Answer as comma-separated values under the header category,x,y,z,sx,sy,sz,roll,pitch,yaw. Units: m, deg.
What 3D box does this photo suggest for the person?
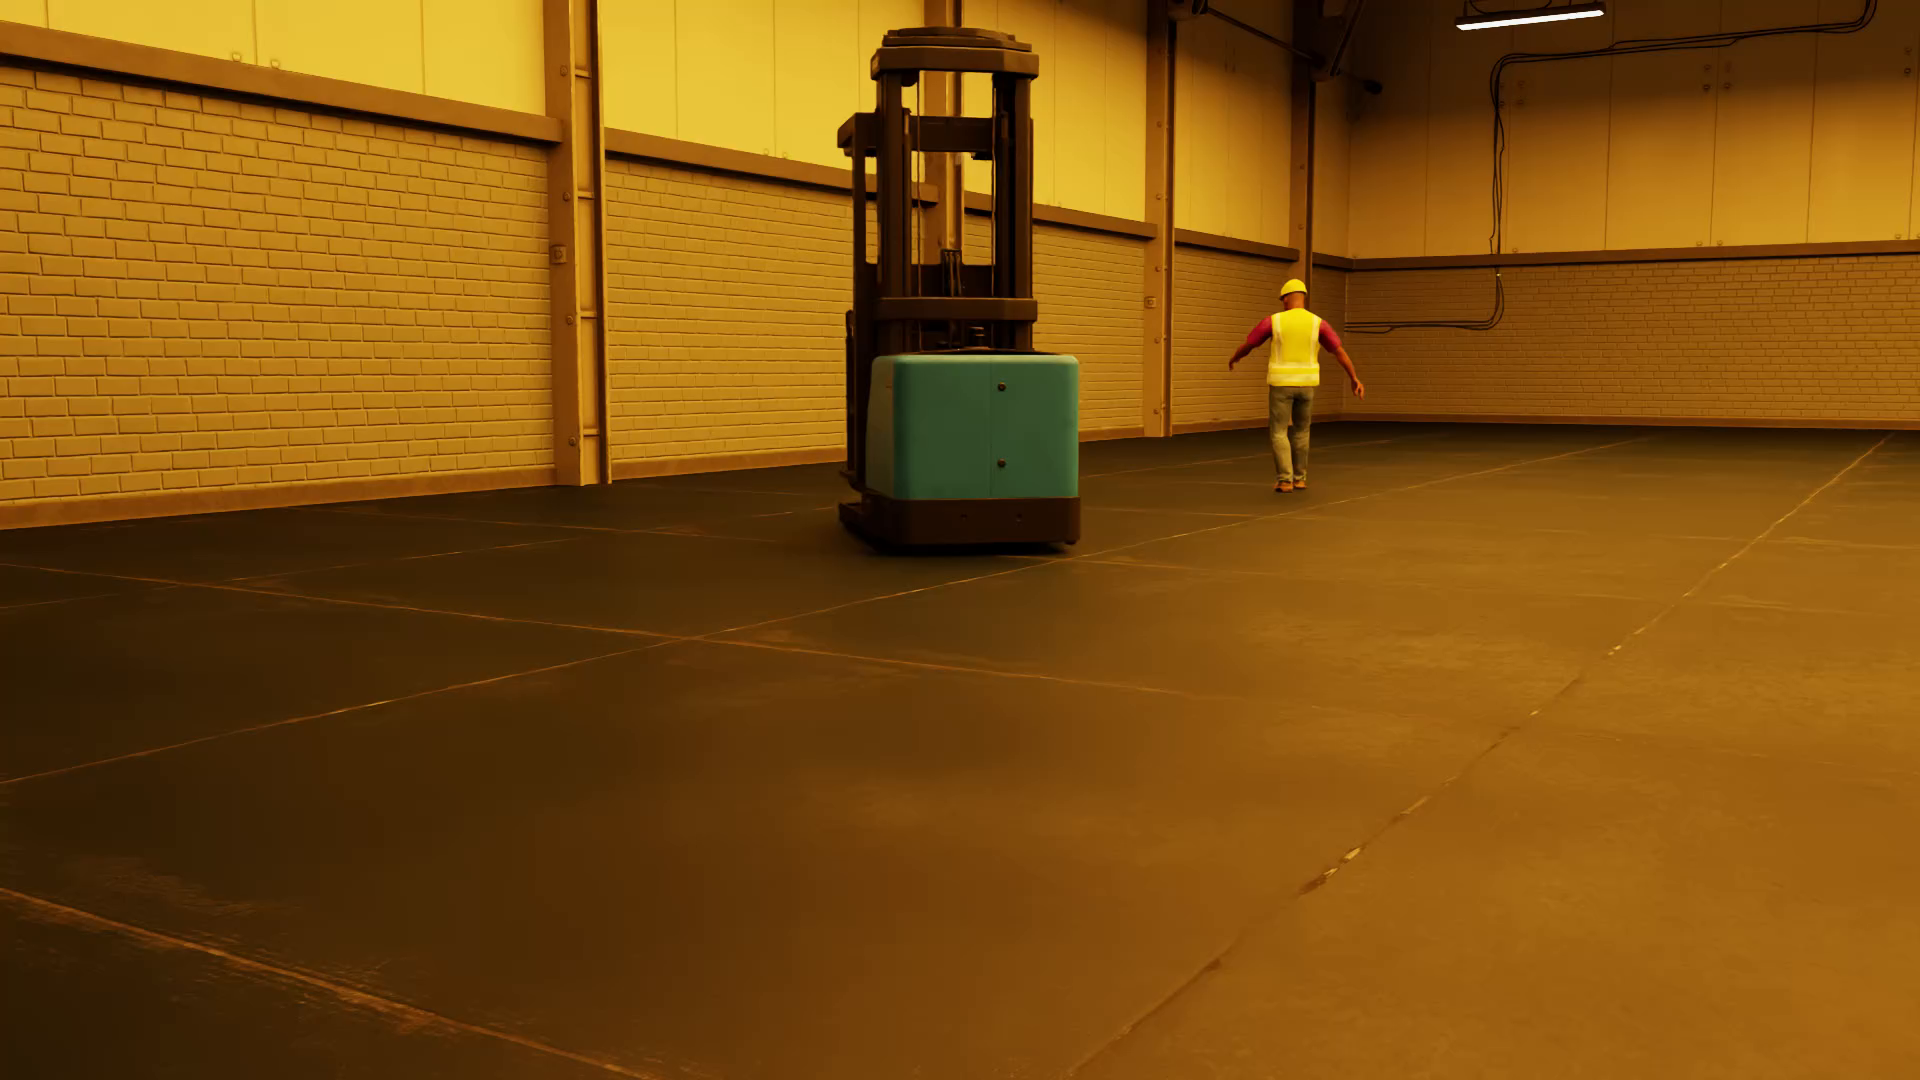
category,x,y,z,sx,sy,sz,roll,pitch,yaw
person,2.784,-1.281,13.785,1.025,1.742,0.756,0,6,0

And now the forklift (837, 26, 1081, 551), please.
category,x,y,z,sx,sy,sz,roll,pitch,yaw
forklift,-0.153,-1.521,10.237,1.130,2.935,3.031,-1,6,-12
